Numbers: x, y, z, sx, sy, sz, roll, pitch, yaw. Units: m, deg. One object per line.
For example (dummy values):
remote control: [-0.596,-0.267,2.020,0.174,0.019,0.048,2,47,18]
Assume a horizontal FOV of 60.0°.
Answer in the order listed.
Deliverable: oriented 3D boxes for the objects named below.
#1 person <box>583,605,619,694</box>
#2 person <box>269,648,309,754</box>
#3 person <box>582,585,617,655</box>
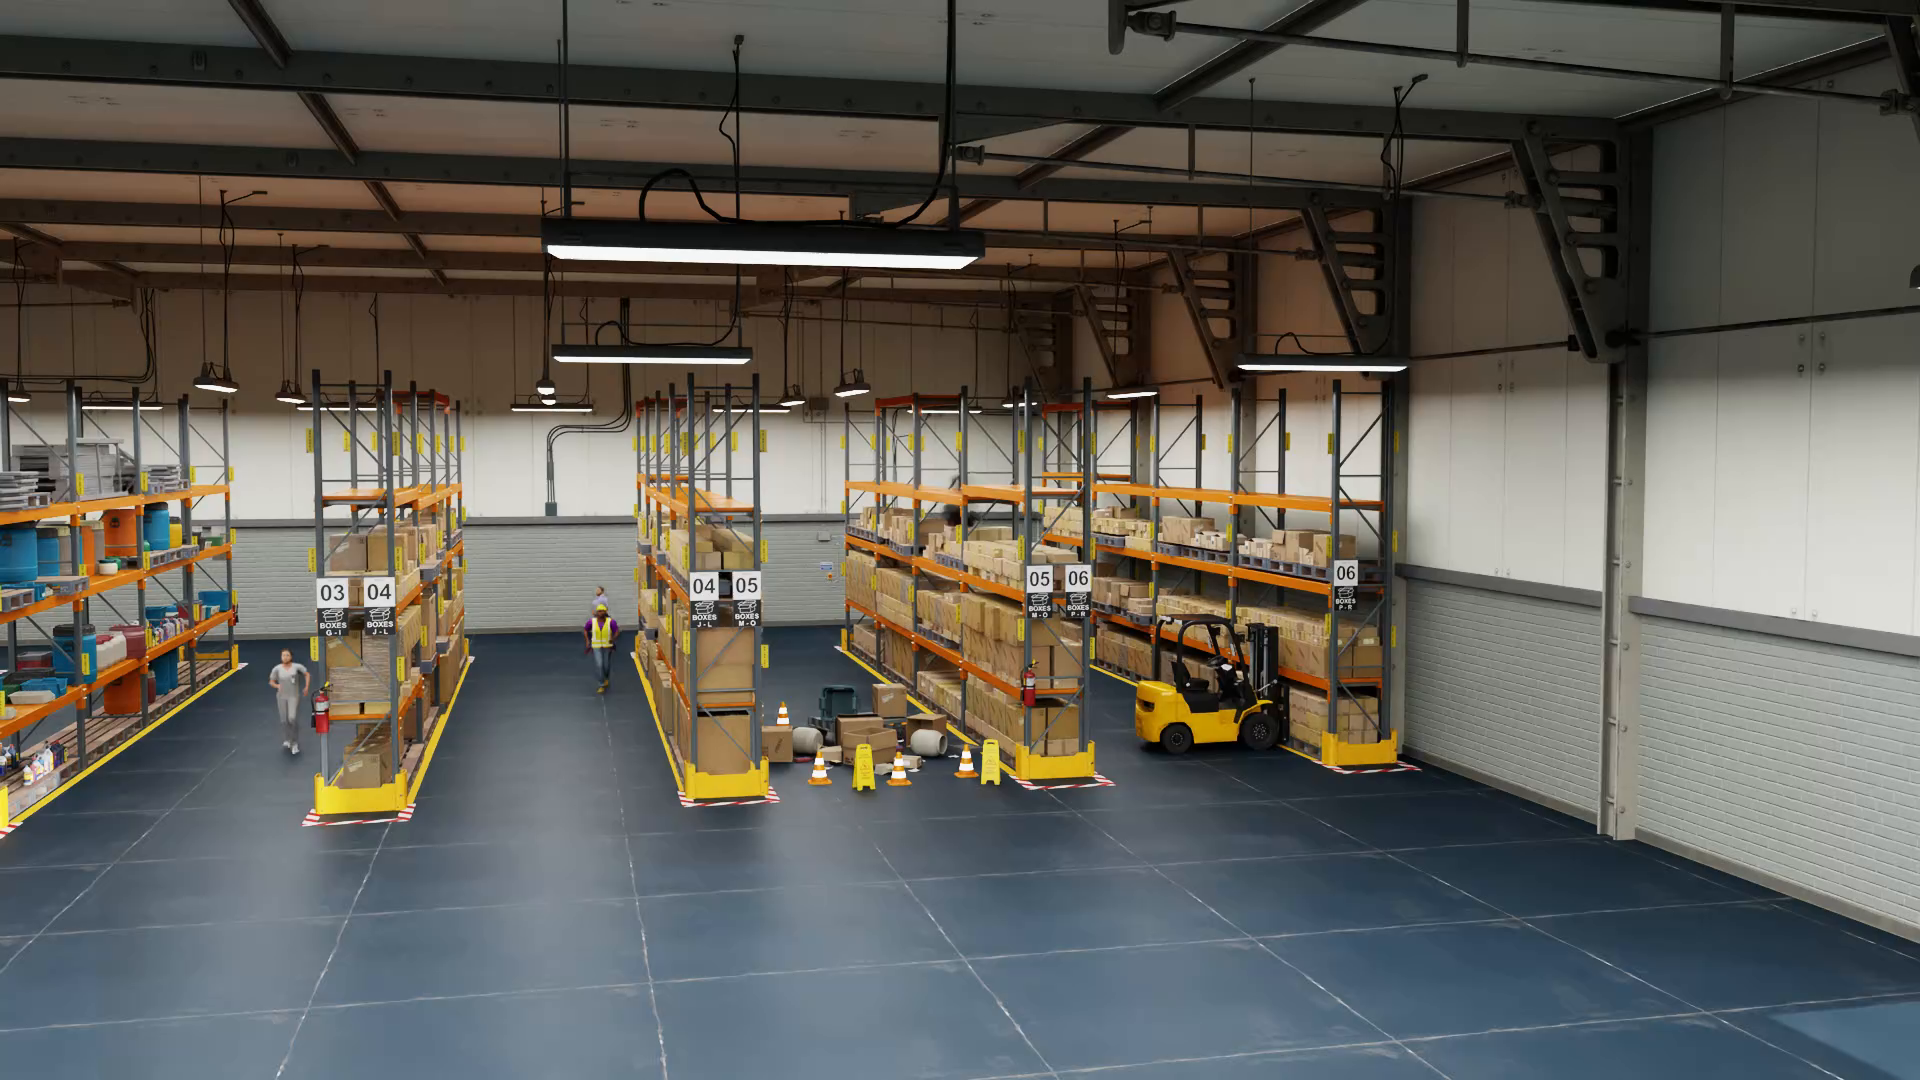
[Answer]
person: [-7.258,2.181,33.682,0.712,1.765,0.838,-1,3,-14]
person: [-10.917,2.624,27.062,0.582,1.732,0.729,-1,3,-13]
person: [-8.539,1.922,39.491,0.787,1.672,0.612,-3,4,-38]
